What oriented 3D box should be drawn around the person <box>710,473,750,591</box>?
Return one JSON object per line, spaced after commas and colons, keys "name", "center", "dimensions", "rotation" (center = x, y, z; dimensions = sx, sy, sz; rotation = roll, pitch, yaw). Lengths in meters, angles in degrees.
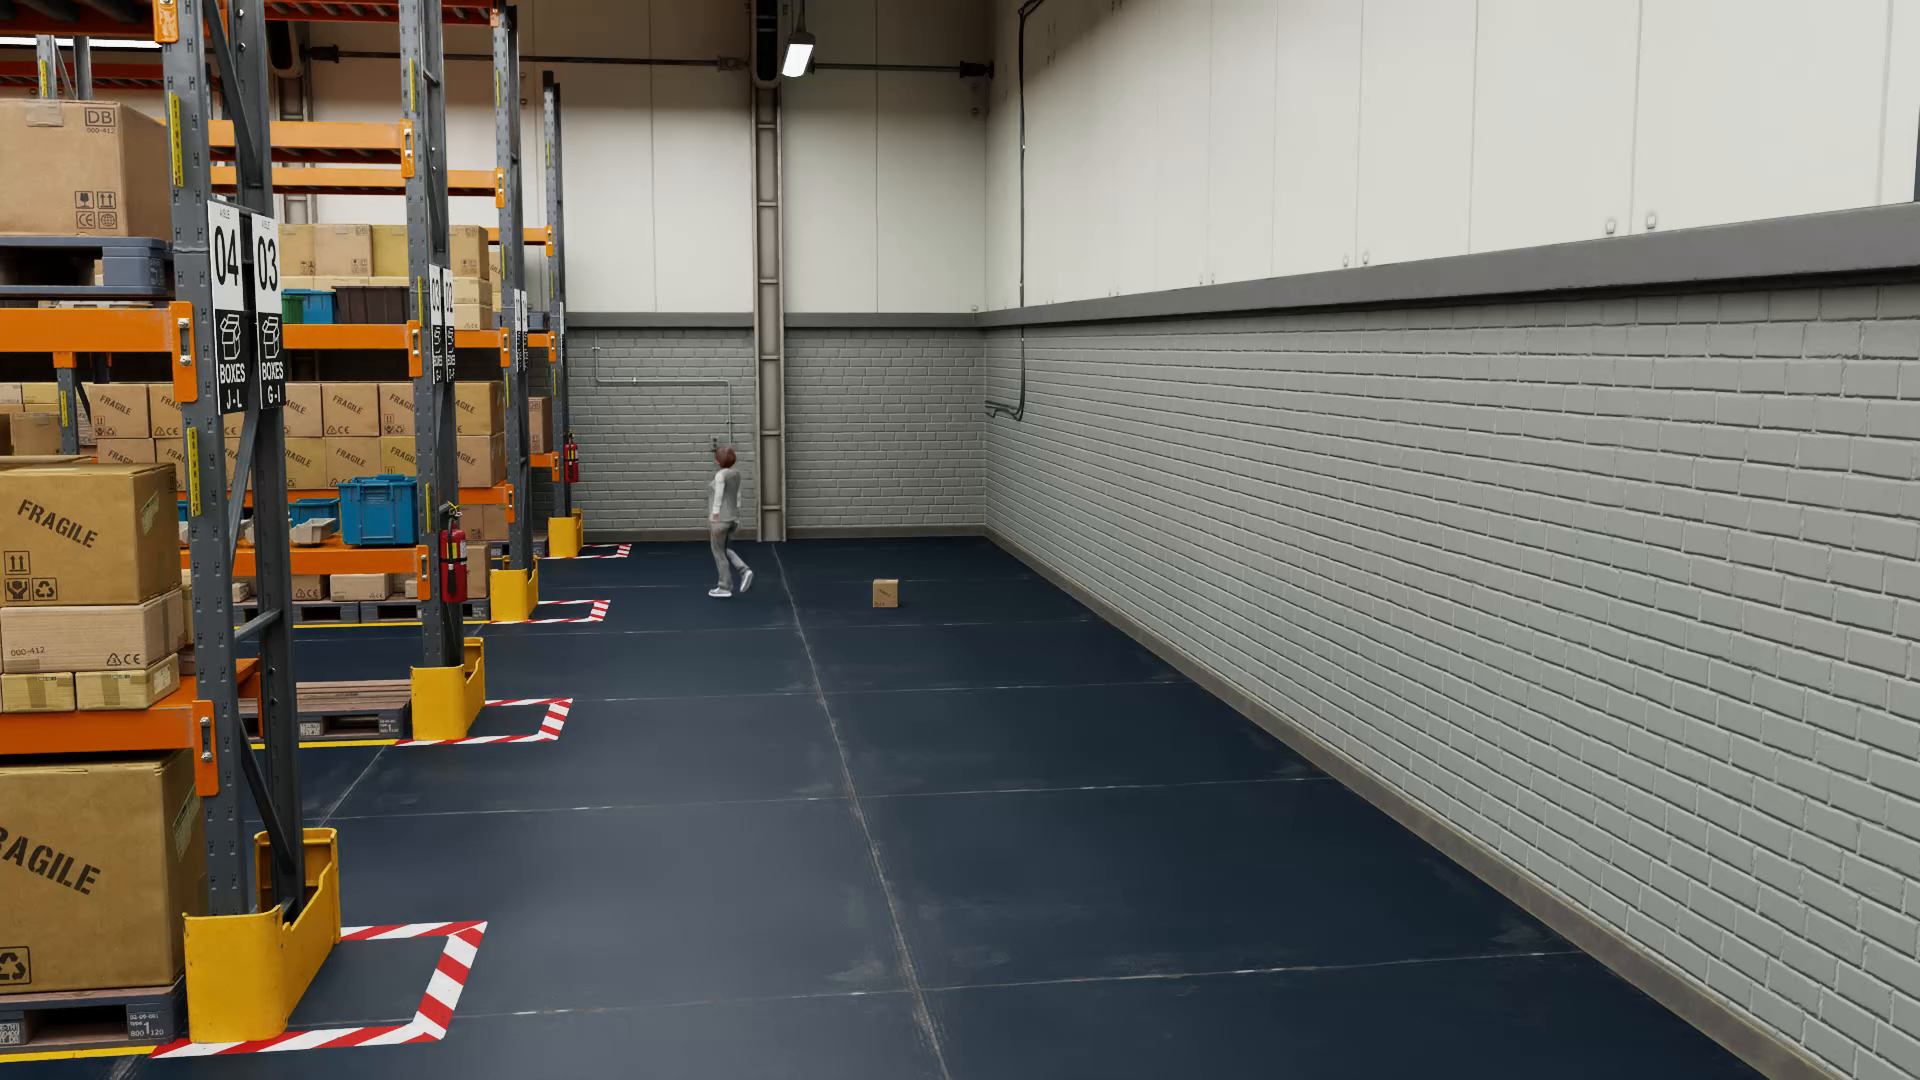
{"name": "person", "center": [-2.448, -0.100, 17.463], "dimensions": [0.429, 1.271, 0.406], "rotation": [3, 7, 25]}
